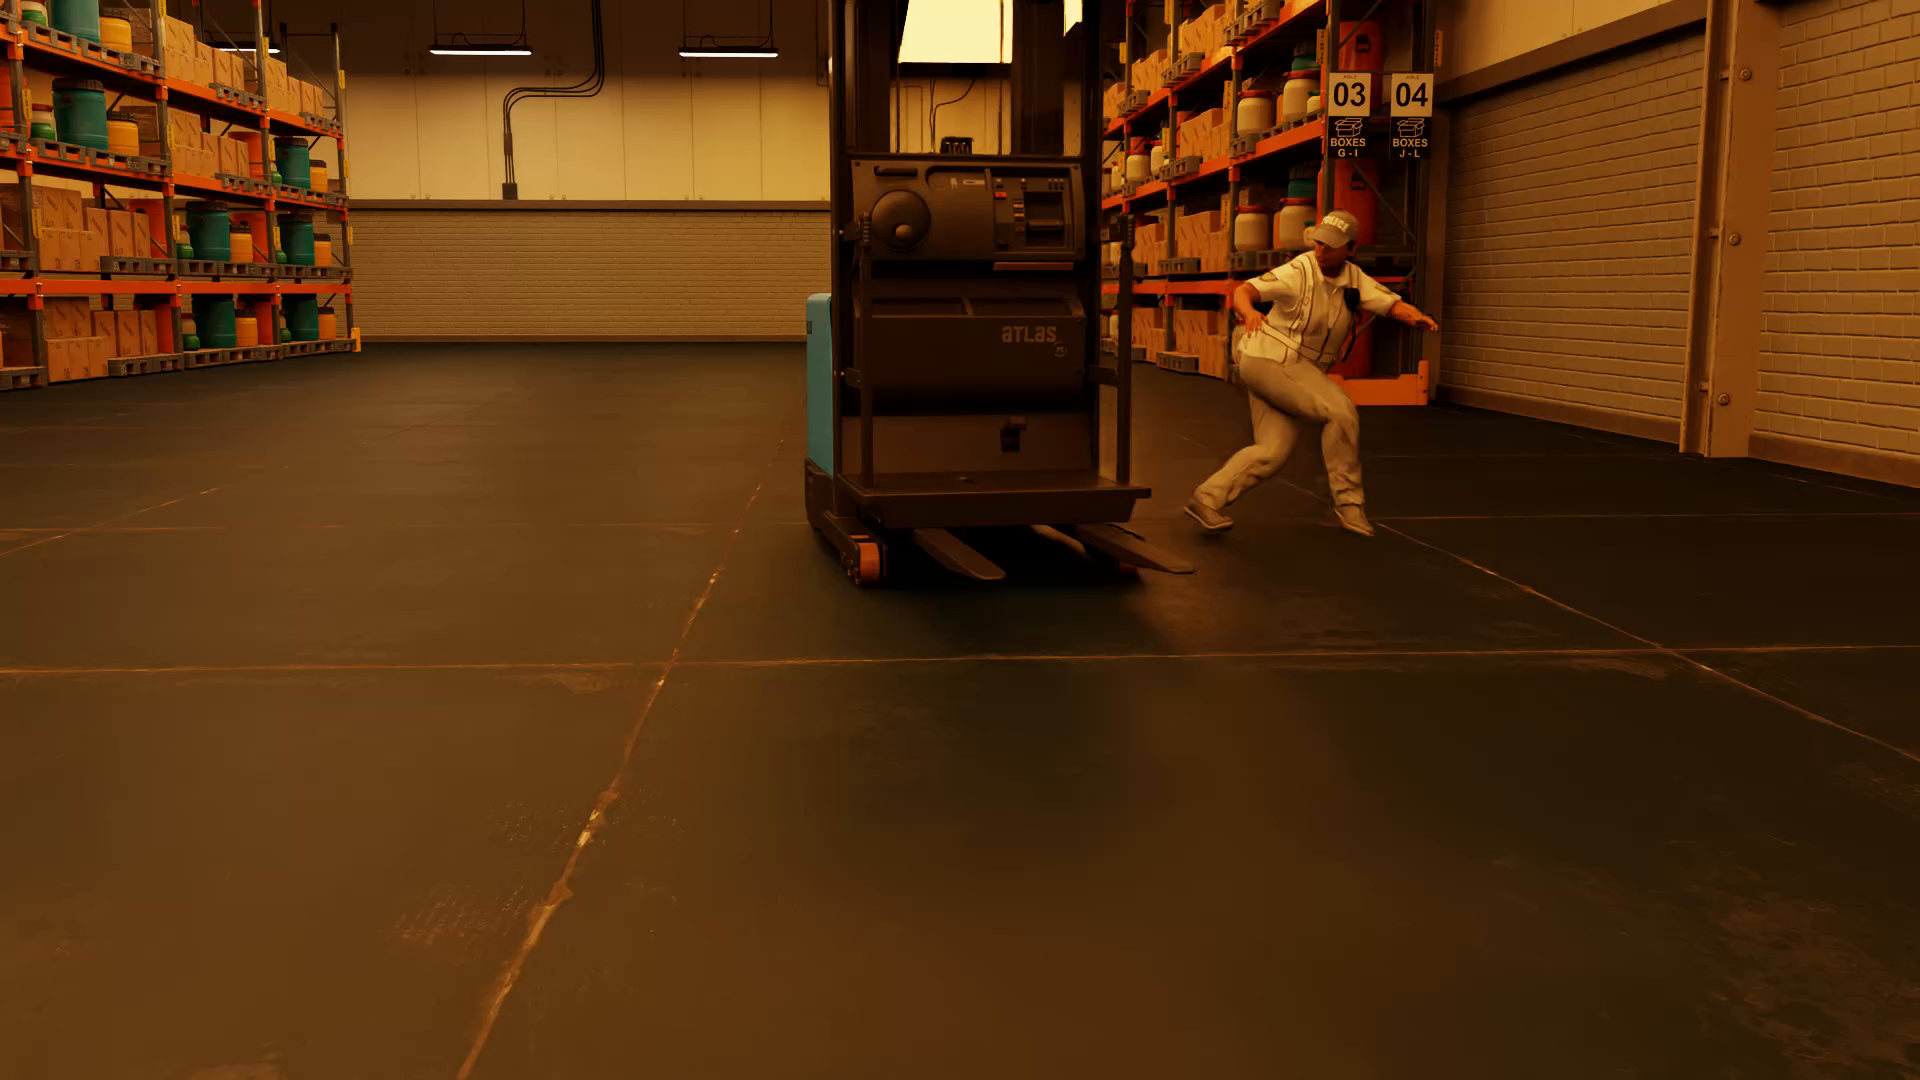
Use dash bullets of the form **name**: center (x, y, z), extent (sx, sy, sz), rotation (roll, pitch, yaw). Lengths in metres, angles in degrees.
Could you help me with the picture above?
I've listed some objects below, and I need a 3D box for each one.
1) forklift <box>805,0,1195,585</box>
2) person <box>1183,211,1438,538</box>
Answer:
- **forklift**: center (0.083, -1.340, 6.353), extent (1.130, 2.935, 3.031), rotation (-2, 9, -12)
- **person**: center (1.570, -0.727, 7.365), extent (0.980, 1.442, 0.899), rotation (7, 11, 41)
